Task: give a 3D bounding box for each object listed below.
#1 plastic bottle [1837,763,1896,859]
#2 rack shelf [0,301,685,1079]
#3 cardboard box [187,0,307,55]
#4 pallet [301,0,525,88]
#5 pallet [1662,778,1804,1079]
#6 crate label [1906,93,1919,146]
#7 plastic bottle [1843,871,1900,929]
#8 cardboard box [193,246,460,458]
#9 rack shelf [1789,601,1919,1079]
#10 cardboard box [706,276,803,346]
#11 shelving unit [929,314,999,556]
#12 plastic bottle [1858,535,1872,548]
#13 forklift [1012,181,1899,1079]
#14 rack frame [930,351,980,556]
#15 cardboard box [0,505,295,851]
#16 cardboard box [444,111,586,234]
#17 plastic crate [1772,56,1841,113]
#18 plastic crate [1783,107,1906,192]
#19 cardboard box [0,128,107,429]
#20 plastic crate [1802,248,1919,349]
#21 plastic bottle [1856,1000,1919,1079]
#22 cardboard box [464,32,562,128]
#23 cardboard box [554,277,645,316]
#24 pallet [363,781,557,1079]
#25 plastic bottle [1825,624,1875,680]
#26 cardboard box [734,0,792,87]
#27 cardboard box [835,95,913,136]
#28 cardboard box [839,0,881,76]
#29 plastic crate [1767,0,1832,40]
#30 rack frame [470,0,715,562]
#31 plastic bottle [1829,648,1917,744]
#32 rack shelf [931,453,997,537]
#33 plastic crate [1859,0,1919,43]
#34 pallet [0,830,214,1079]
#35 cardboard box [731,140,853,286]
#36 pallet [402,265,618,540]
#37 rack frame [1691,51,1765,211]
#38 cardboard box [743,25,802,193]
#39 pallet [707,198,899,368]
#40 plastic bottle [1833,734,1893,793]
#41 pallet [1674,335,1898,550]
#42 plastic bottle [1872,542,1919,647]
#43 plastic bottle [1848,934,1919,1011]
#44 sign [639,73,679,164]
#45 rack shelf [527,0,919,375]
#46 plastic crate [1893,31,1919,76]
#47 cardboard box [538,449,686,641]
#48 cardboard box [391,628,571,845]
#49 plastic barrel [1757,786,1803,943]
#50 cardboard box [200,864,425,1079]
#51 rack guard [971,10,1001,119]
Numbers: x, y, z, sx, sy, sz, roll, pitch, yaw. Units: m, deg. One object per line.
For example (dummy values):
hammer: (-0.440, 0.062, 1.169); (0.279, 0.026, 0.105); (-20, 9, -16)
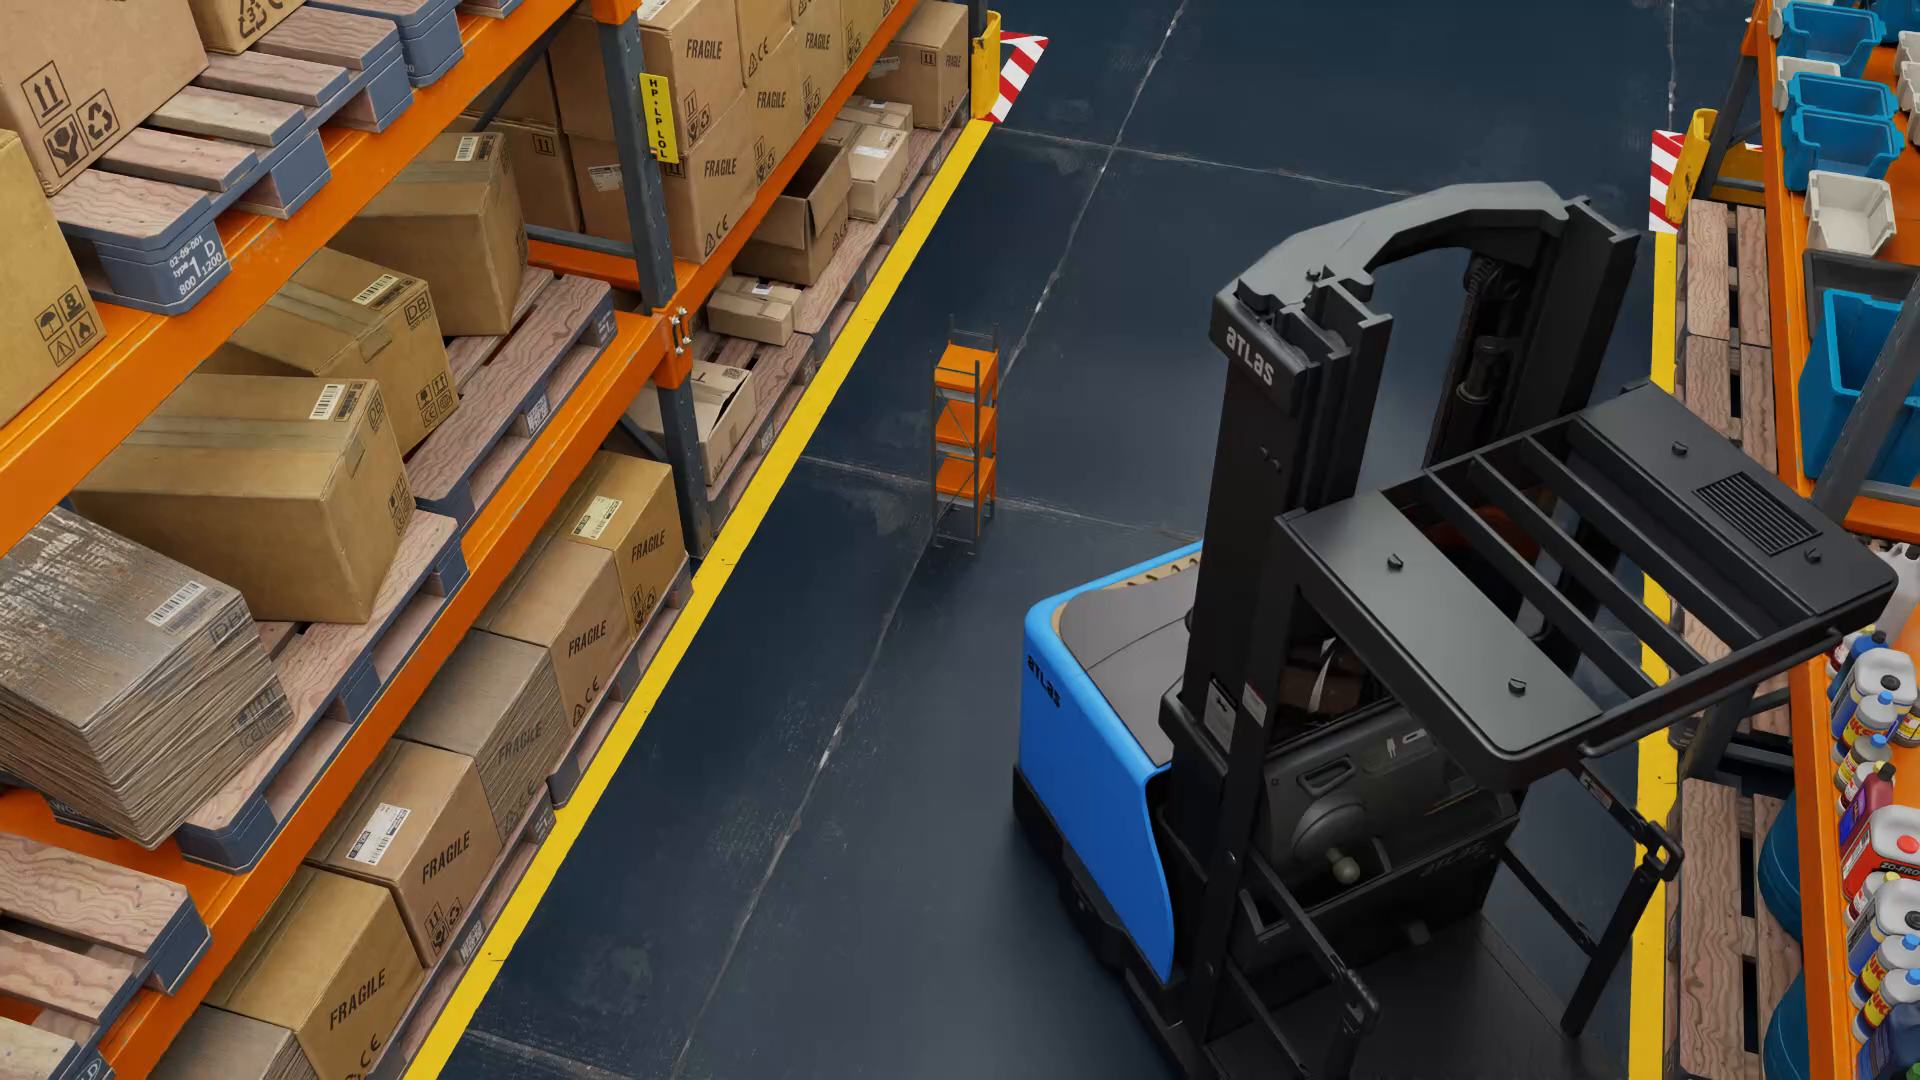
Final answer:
plastic bottle: (2.384, 0.713, 4.359); (0.061, 0.283, 0.133); (13, 46, 13)
rack shelf: (-2.154, 0.464, 5.045); (1.077, 0.370, 4.000); (13, 46, 13)
cardboard box: (-1.952, -1.650, 4.102); (0.600, 0.600, 0.600); (12, 46, 12)
pallet: (-1.813, -1.712, 4.743); (1.213, 0.211, 1.003); (13, 46, 13)
pallet: (2.898, 1.427, 5.540); (1.003, 0.211, 1.213); (13, 46, 13)
crate label: (4.145, -1.706, 6.893); (0.396, 0.136, 0.243); (13, 46, 13)
plastic bottle: (2.326, 0.912, 4.214); (0.097, 0.201, 0.097); (0, 44, 0)
cardboard box: (-2.053, -0.572, 5.217); (0.700, 0.500, 0.500); (19, 48, 19)
rack shelf: (2.565, 1.515, 3.970); (1.077, 0.370, 4.000); (13, 46, 13)
cardboard box: (-0.963, -1.084, 7.823); (0.380, 0.166, 0.250); (13, 46, 13)
shelving unit: (0.016, -0.411, 6.818); (0.215, 1.050, 0.252); (13, 46, 12)
plastic bottle: (2.653, 0.121, 4.964); (0.061, 0.283, 0.133); (13, 46, 13)
forklift: (1.309, 0.703, 4.335); (1.130, 2.935, 3.031); (-20, 48, -19)
rack frame: (-0.021, -0.330, 6.735); (0.200, 1.050, 0.008); (13, 46, 12)
cardboard box: (-2.218, 0.341, 4.284); (0.700, 0.500, 0.500); (21, 48, 20)
cardboard box: (-1.642, -1.550, 6.517); (0.500, 0.500, 0.500); (13, 46, 13)
plastic crate: (3.612, -1.925, 7.117); (0.250, 0.136, 0.298); (13, 46, 13)
plastic crate: (3.504, -1.530, 6.645); (0.416, 0.233, 0.300); (13, 46, 13)
cardboard box: (-2.348, -0.553, 3.353); (0.910, 0.500, 0.500); (13, 46, 13)
plastic crate: (3.254, -0.801, 5.977); (0.437, 0.125, 0.590); (13, 46, 13)
plastic bottle: (2.206, 1.178, 3.836); (0.144, 0.351, 0.185); (13, 46, 13)
cardboard box: (-1.642, -1.912, 6.172); (0.500, 0.500, 0.500); (13, 46, 13)
cardboard box: (-1.646, -0.830, 7.326); (0.500, 0.500, 0.500); (13, 46, 13)
pallet: (-2.127, 1.236, 5.735); (1.003, 0.211, 1.213); (13, 46, 13)
plastic bottle: (2.595, 0.320, 4.820); (0.097, 0.201, 0.097); (0, 44, 0)
cardboard box: (-0.982, -2.118, 6.383); (0.500, 0.500, 0.500); (11, 45, 11)
cardboard box: (-0.476, -2.272, 9.037); (0.380, 0.166, 0.250); (13, 46, 13)
cardboard box: (-0.676, -2.459, 7.445); (0.500, 0.500, 0.500); (12, 46, 12)
plastic crate: (3.818, -2.377, 7.579); (0.250, 0.136, 0.298); (13, 46, 13)
rack frame: (-1.549, -1.127, 6.156); (1.000, 3.000, 0.127); (13, 46, 13)
plastic bottle: (2.557, 0.441, 4.642); (0.152, 0.276, 0.135); (13, 46, 13)
rack shelf: (0.016, -0.205, 7.020); (0.215, 0.259, 0.240); (13, 46, 12)
plastic crate: (4.459, -2.513, 7.504); (0.616, 0.435, 0.499); (13, 46, 13)
pallet: (-2.622, 1.141, 3.975); (1.213, 0.211, 1.003); (13, 46, 13)
cardboard box: (-0.985, -1.645, 8.156); (0.797, 0.503, 0.637); (13, 46, 13)
pallet: (-1.895, -0.549, 5.702); (1.003, 0.211, 1.213); (13, 46, 13)
rack frame: (4.382, -2.741, 7.806); (1.000, 3.000, 0.127); (13, 46, 13)
cardboard box: (-0.983, -1.786, 6.758); (0.500, 0.500, 0.500); (13, 46, 13)
pallet: (-0.972, -1.403, 8.432); (1.003, 0.211, 1.213); (13, 46, 13)
plastic bottle: (2.466, 0.604, 4.529); (0.097, 0.201, 0.097); (0, 44, 0)
pallet: (3.724, -0.393, 7.399); (1.003, 0.211, 1.213); (13, 46, 13)
plastic bottle: (2.743, 0.135, 4.901); (0.144, 0.351, 0.185); (13, 46, 13)
plastic bottle: (2.256, 1.042, 4.031); (0.097, 0.271, 0.097); (0, 44, 0)
sign: (-1.019, -1.425, 5.633); (0.100, 0.325, 0.005); (13, 46, 13)
rack shelf: (-0.943, -2.203, 7.770); (1.077, 0.370, 4.000); (13, 46, 13)
plastic crate: (4.308, -2.087, 7.282); (0.396, 0.136, 0.243); (13, 46, 13)
cardboard box: (-1.425, -0.001, 6.478); (0.500, 0.500, 0.500); (12, 46, 12)
cardboard box: (-1.735, 0.661, 5.802); (0.500, 0.500, 0.500); (13, 46, 13)
plastic barrel: (2.990, 0.884, 5.301); (0.600, 0.901, 0.708); (13, 46, 13)
cardboard box: (-2.040, 1.349, 5.098); (0.500, 0.500, 0.500); (12, 46, 12)
rack guard: (-0.360, -2.849, 9.703); (1.175, 0.500, 0.348); (13, 46, 13)
